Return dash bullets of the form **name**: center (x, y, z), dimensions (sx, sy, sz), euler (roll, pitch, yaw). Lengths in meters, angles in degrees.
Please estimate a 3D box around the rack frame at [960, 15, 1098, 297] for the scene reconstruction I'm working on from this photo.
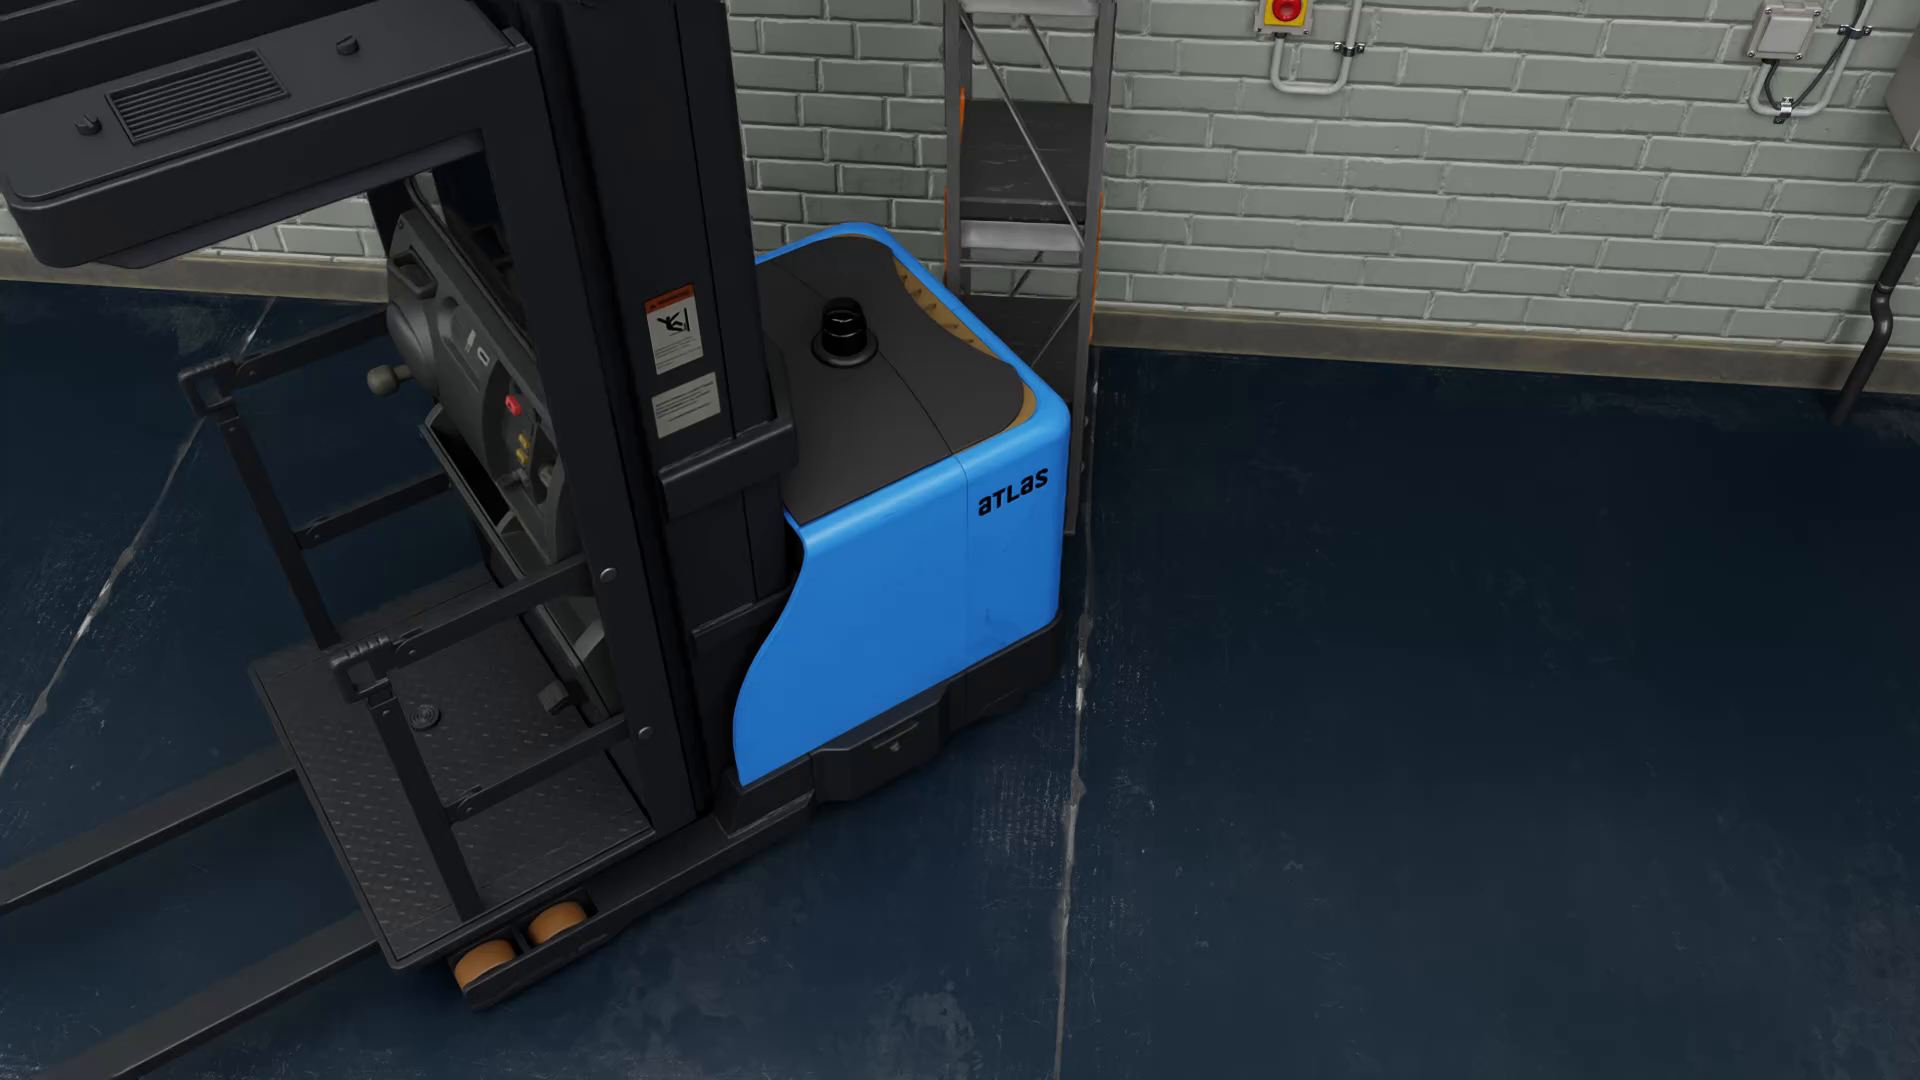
- **rack frame**: center (0.198, -1.099, 4.832), dimensions (0.400, 2.100, 0.015), euler (3, 48, 3)

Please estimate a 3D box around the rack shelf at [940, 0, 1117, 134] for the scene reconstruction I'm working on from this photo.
- **rack shelf**: center (0.182, -1.383, 4.161), dimensions (0.431, 0.518, 0.480), euler (3, 48, 3)

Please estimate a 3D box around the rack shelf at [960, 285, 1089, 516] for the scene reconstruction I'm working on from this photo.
- **rack shelf**: center (0.182, -0.438, 5.194), dimensions (0.431, 0.518, 0.480), euler (3, 48, 3)

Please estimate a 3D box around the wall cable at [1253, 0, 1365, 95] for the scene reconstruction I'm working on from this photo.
- **wall cable**: center (0.909, -2.000, 4.337), dimensions (0.585, 1.953, 0.123), euler (4, 48, 4)

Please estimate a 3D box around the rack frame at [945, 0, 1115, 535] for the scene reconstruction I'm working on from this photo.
- **rack frame**: center (0.165, -0.740, 4.504), dimensions (0.400, 2.100, 0.015), euler (3, 48, 3)

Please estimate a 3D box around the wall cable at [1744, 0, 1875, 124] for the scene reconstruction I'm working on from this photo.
- **wall cable**: center (2.322, -1.903, 4.269), dimensions (0.588, 1.984, 0.122), euler (4, 48, 4)

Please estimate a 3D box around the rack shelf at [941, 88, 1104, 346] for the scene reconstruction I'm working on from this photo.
- **rack shelf**: center (0.182, -0.910, 4.678), dimensions (0.431, 0.518, 0.480), euler (3, 48, 3)

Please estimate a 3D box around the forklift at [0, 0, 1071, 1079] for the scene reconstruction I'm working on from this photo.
- **forklift**: center (-1.218, -0.275, 3.515), dimensions (3.031, 2.935, 1.130), euler (-26, 53, -22)

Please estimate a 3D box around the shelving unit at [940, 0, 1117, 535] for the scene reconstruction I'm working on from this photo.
- **shelving unit**: center (0.182, -0.919, 4.668), dimensions (0.431, 2.100, 0.503), euler (3, 48, 3)

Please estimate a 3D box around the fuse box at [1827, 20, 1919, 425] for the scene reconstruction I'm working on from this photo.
- **fuse box**: center (2.988, -0.963, 4.971), dimensions (0.539, 1.711, 0.414), euler (4, 48, 4)
